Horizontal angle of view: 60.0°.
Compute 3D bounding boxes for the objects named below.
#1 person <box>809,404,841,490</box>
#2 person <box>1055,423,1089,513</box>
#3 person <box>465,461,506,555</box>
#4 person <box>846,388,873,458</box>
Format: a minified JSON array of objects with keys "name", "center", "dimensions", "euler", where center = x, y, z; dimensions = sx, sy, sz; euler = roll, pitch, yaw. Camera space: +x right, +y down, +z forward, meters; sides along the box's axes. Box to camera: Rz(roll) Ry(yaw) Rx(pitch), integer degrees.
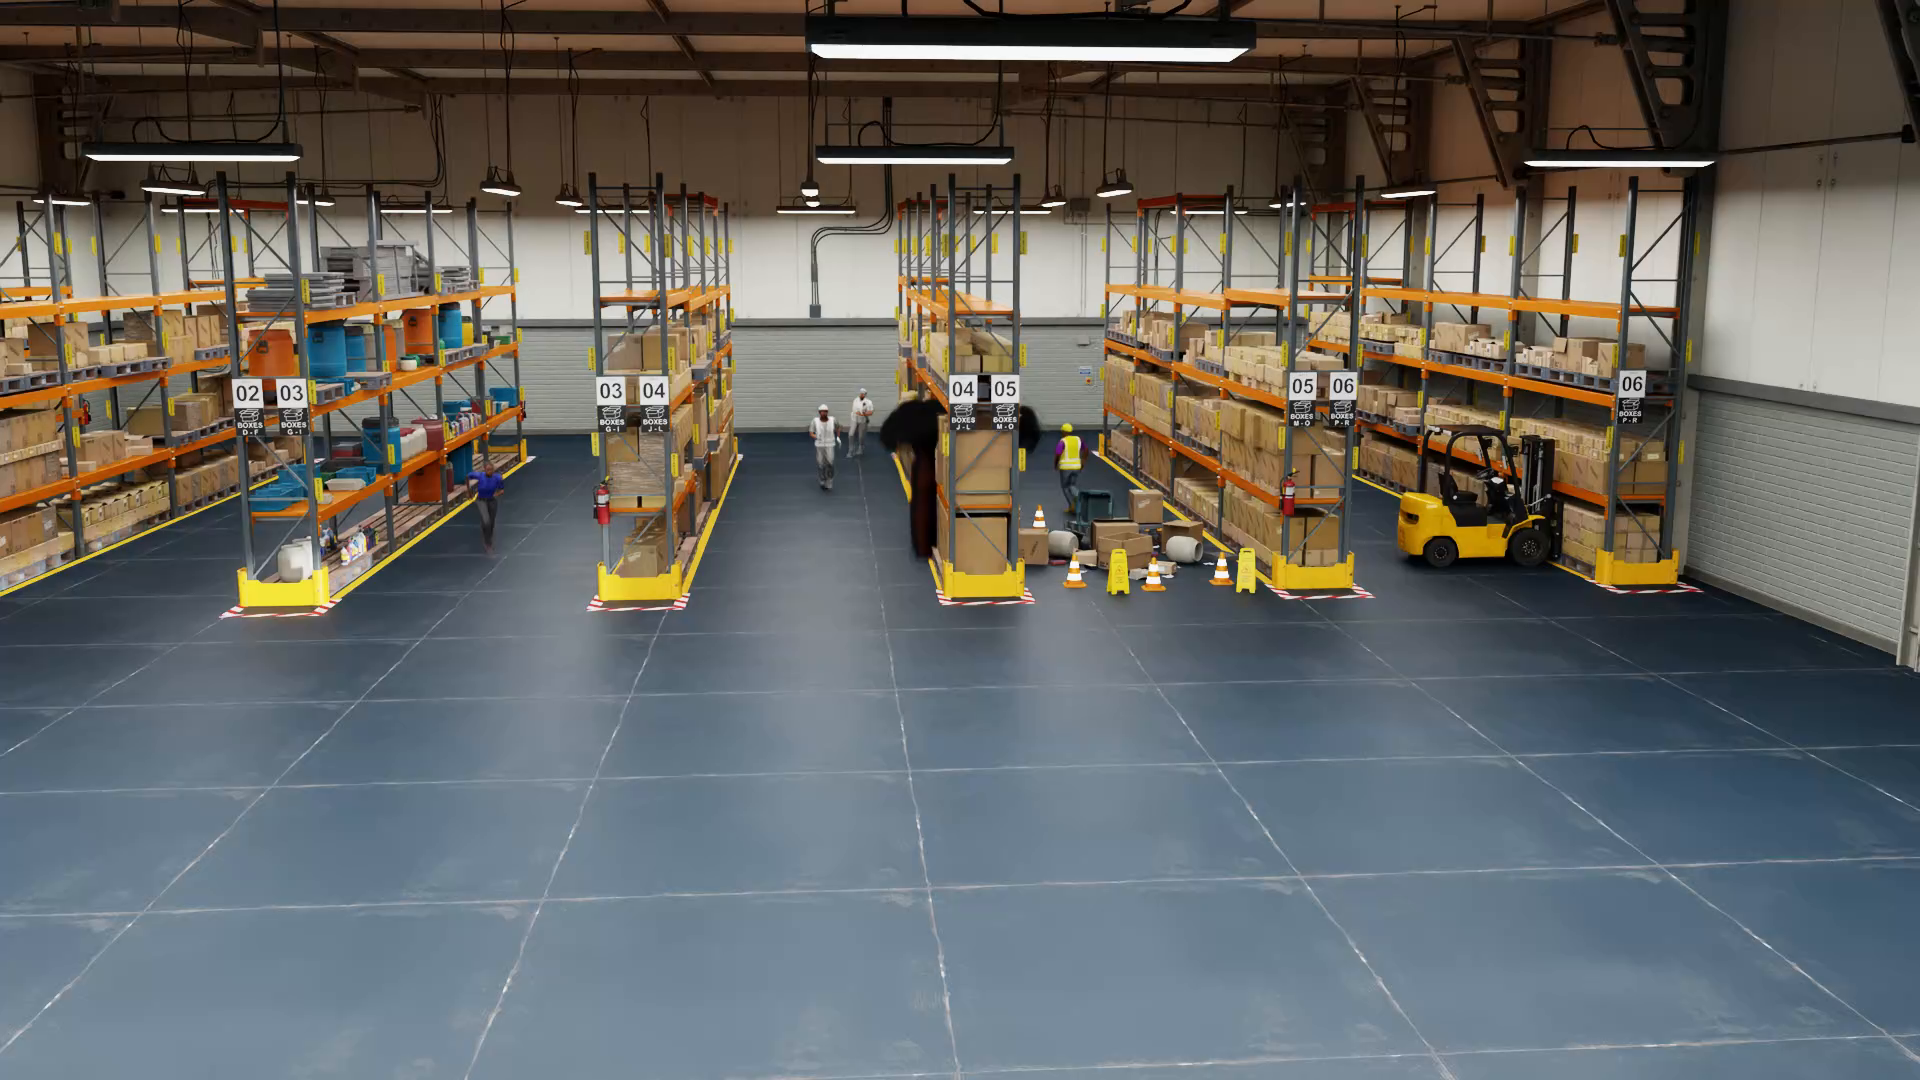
[{"name":"person","center":[-2.791,-1.920,34.471],"dimensions":[0.658,1.784,0.796],"euler":[-1,10,-4]},{"name":"person","center":[2.121,-1.346,31.422],"dimensions":[0.744,1.711,0.624],"euler":[-4,11,-23]},{"name":"person","center":[-7.833,-0.545,27.494],"dimensions":[0.623,1.605,0.943],"euler":[-4,11,-21]},{"name":"person","center":[-2.360,-2.802,39.951],"dimensions":[0.648,1.705,0.683],"euler":[3,10,17]}]
